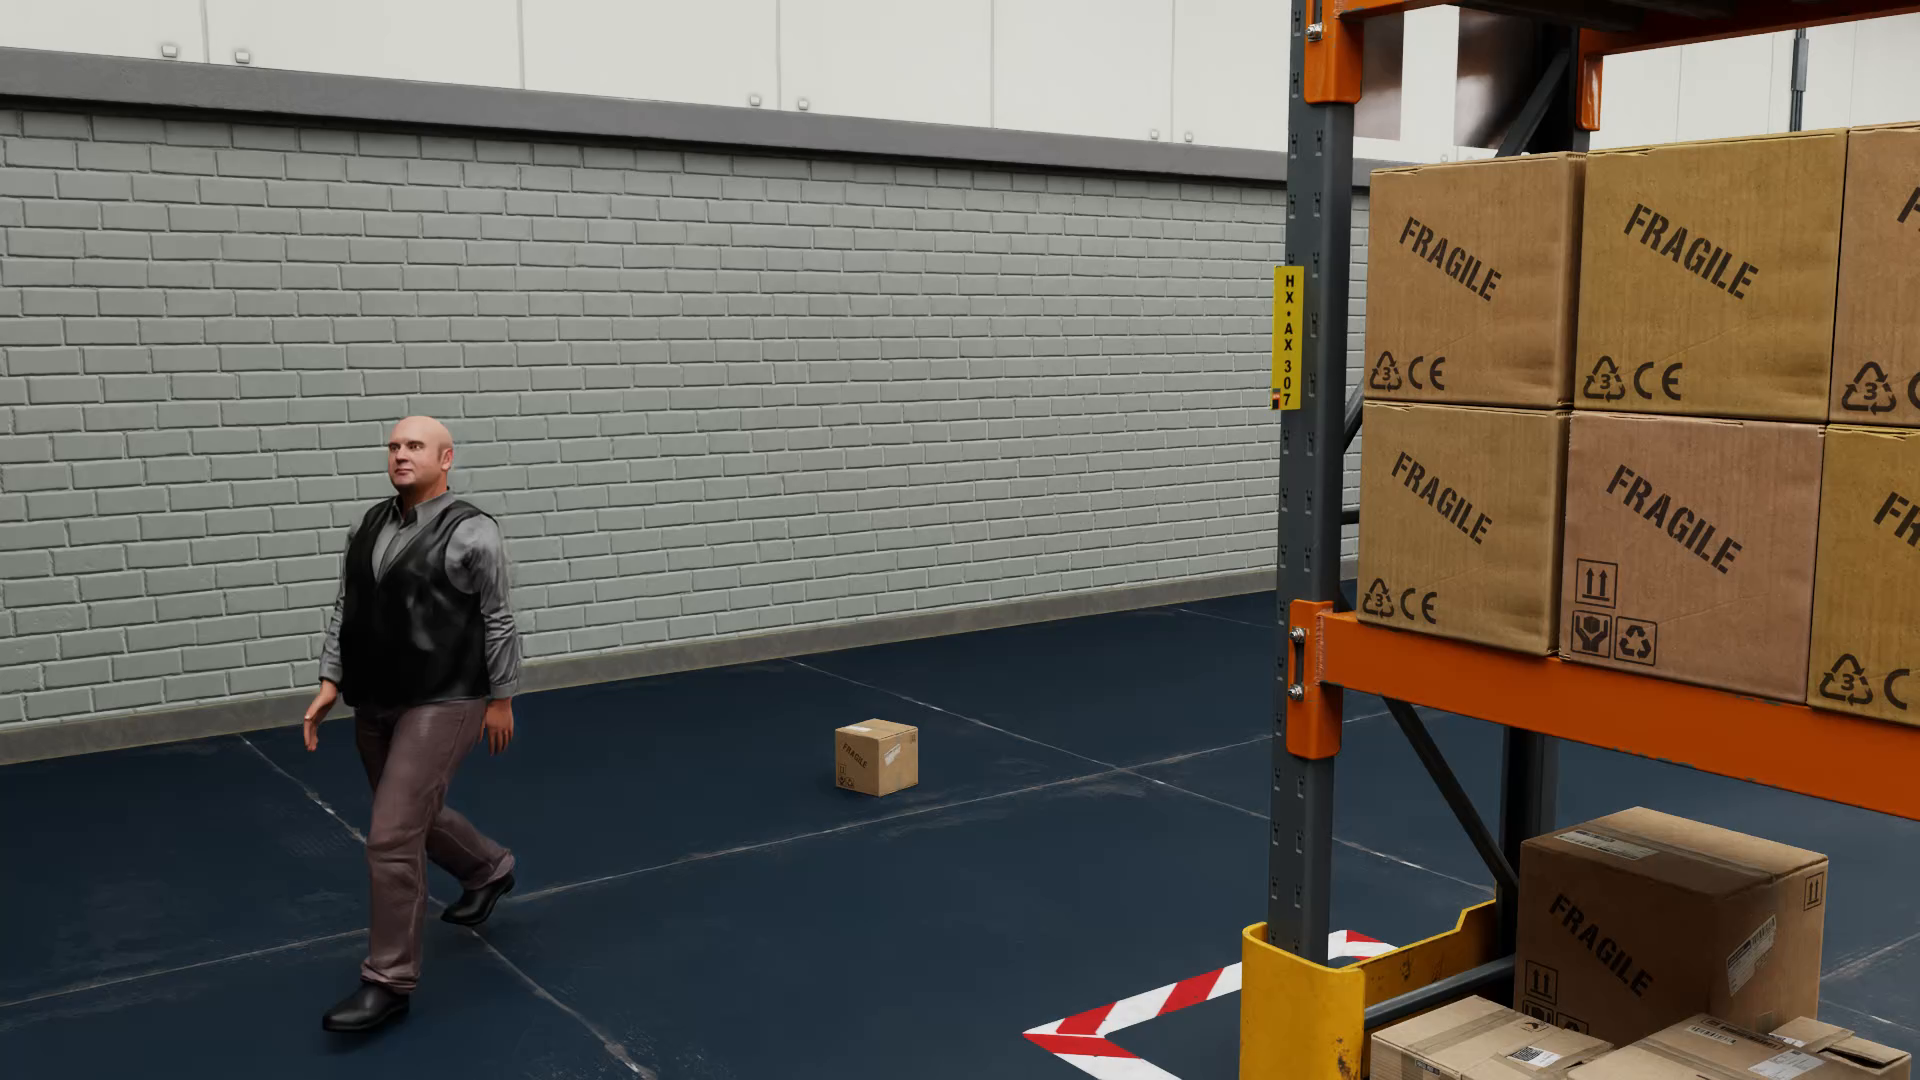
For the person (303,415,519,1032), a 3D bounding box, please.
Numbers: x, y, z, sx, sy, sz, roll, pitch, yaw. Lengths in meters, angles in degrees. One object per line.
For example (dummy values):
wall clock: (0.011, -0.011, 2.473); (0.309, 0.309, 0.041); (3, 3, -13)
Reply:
person: (-1.601, 0.478, 4.873); (0.533, 1.677, 0.977); (4, 9, 25)
